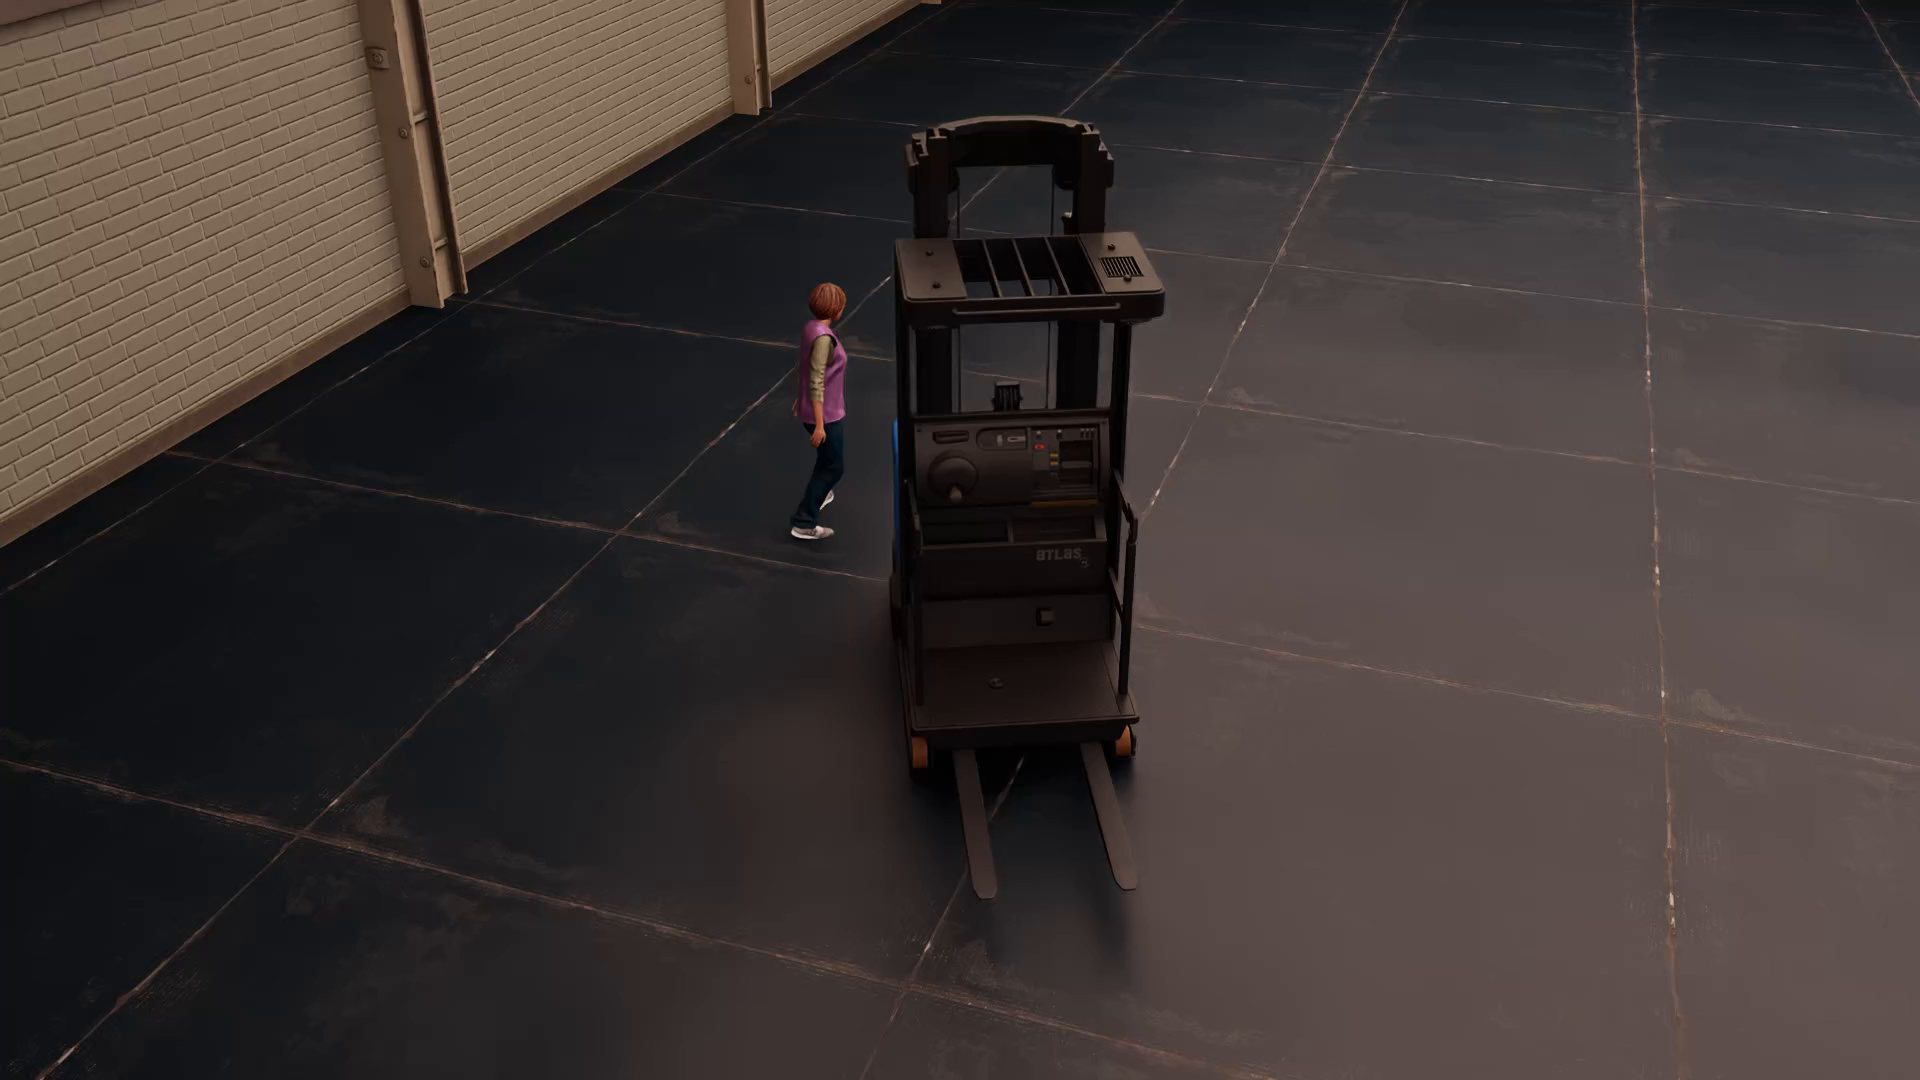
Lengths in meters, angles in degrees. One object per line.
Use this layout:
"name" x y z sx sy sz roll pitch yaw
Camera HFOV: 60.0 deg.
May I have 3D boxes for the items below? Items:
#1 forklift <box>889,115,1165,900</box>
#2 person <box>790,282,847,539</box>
"forklift" 0.271 -0.330 7.715 1.130 2.935 3.031 -3 30 -5
"person" -0.851 -0.749 9.893 0.408 1.555 0.744 -5 30 -9
